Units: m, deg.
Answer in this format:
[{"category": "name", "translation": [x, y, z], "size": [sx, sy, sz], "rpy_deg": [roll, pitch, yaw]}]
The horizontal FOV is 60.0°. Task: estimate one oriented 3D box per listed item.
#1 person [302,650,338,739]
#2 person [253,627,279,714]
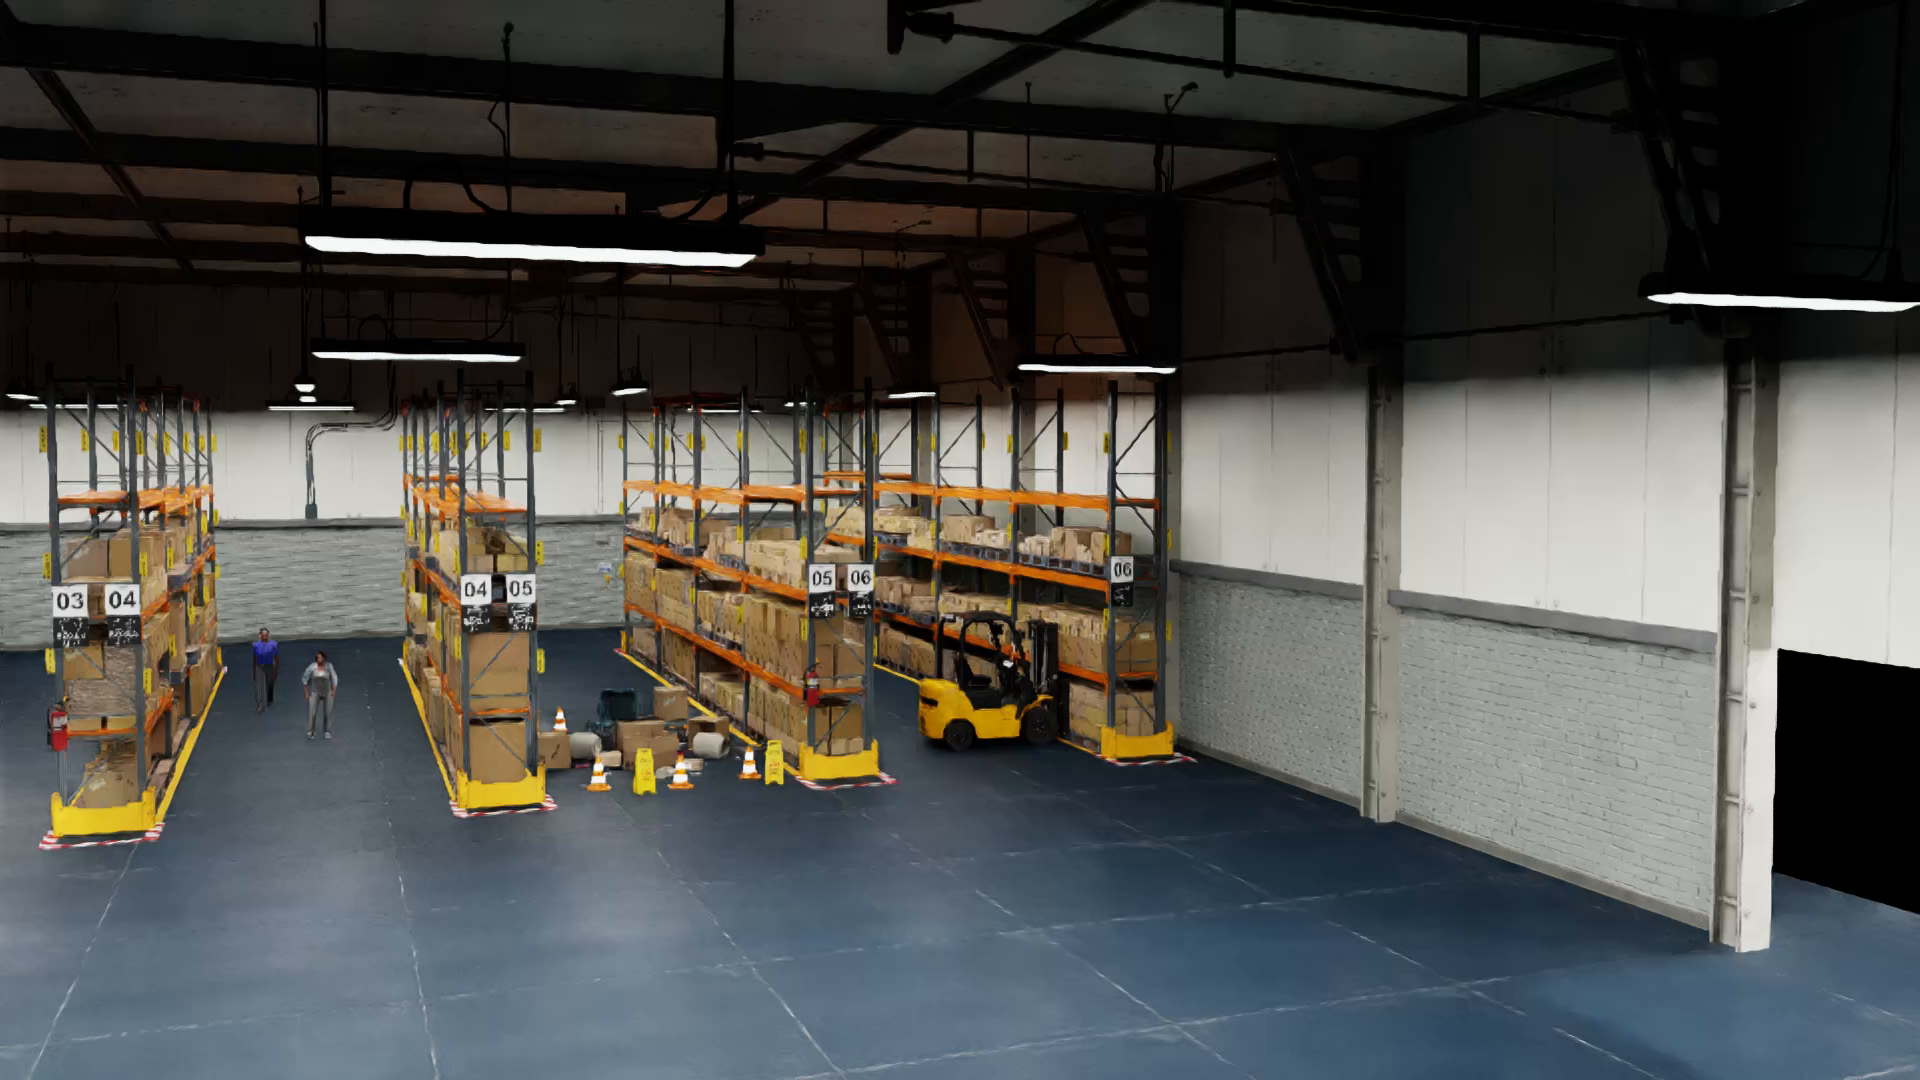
[{"category": "person", "translation": [-10.788, 2.599, 28.039], "size": [0.566, 1.541, 0.519], "rpy_deg": [-1, 4, -24]}, {"category": "person", "translation": [-12.892, 2.400, 30.885], "size": [0.439, 1.560, 1.081], "rpy_deg": [-1, 4, -23]}]
